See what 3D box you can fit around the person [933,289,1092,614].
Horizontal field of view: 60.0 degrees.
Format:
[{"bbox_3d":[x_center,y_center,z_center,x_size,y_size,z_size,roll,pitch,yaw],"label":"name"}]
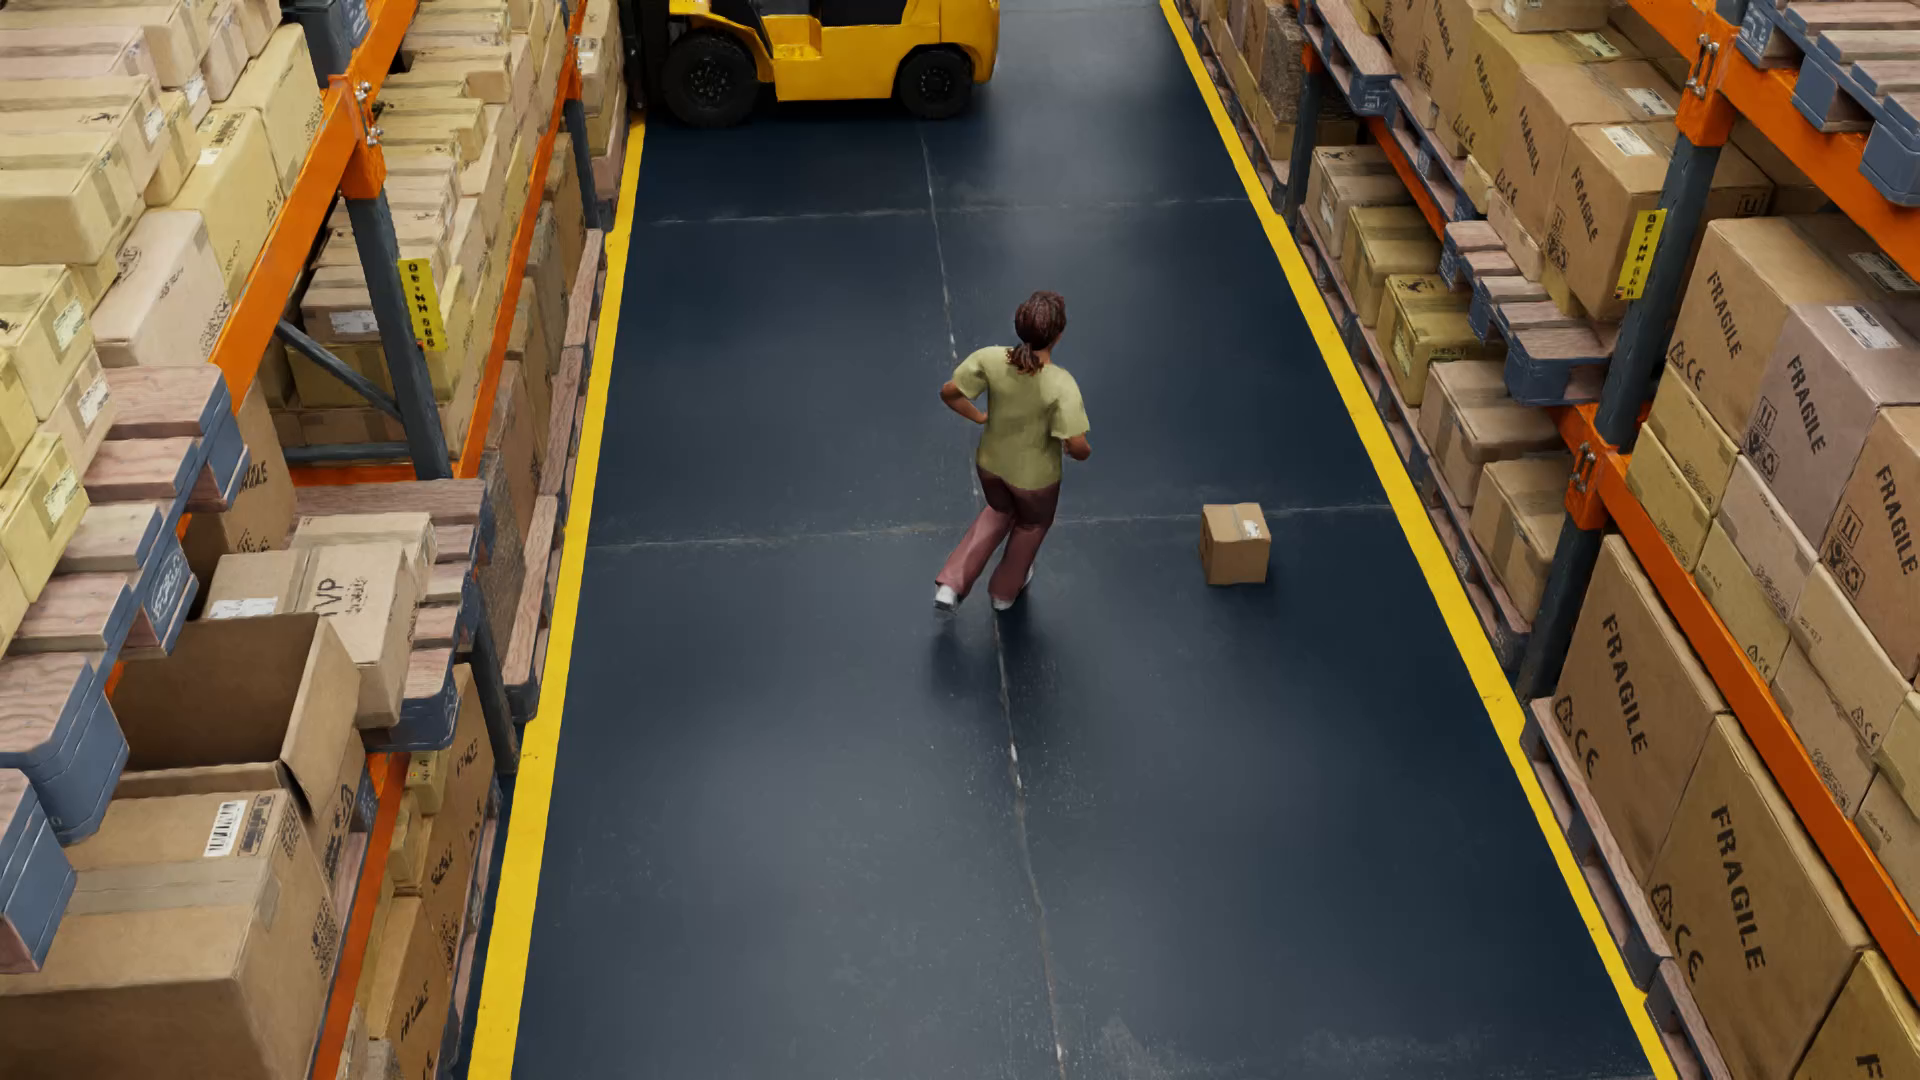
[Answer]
[{"bbox_3d":[0.253,-0.269,6.513,0.610,1.623,0.652,24,45,27],"label":"person"}]
